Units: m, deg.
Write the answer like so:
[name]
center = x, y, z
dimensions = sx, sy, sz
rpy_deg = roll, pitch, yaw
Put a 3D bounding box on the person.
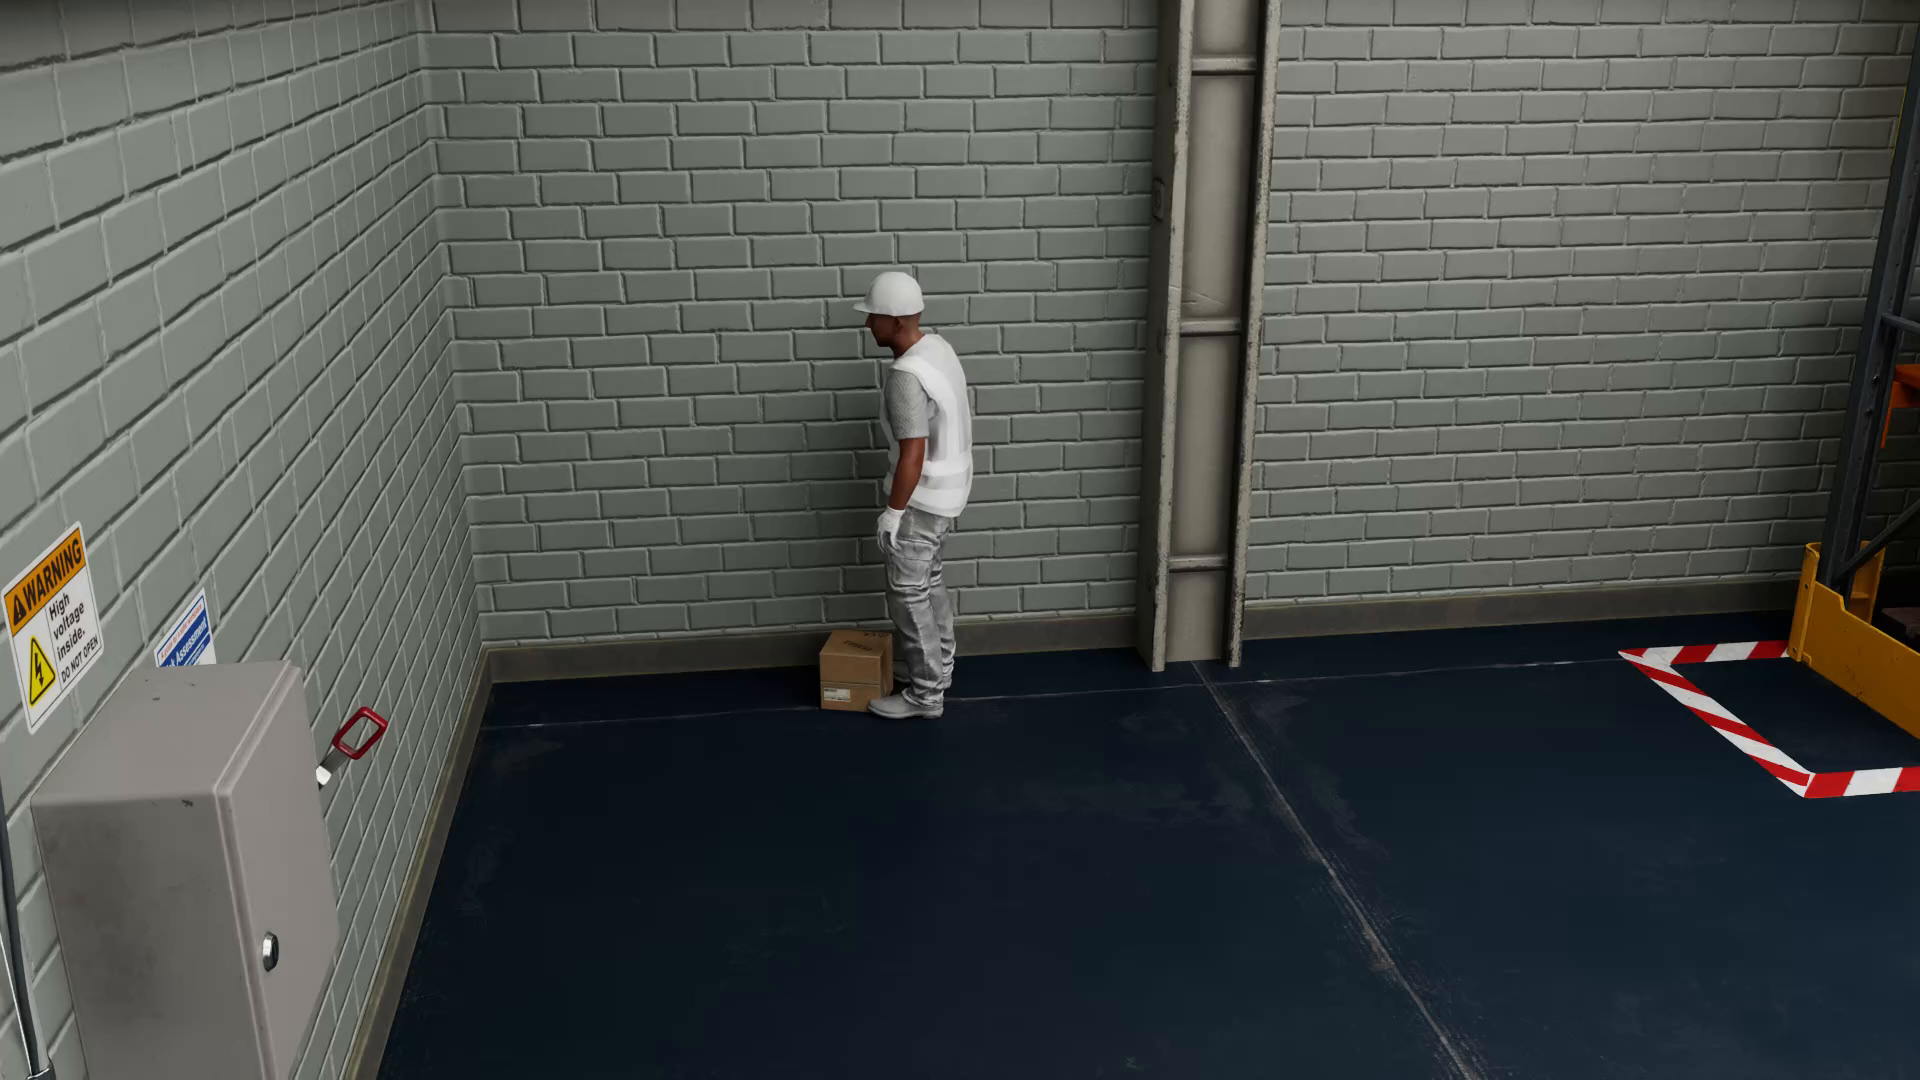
[person]
center = -0.180, -0.171, 6.531
dimensions = 0.446, 1.774, 0.618
rpy_deg = 4, 20, 11
